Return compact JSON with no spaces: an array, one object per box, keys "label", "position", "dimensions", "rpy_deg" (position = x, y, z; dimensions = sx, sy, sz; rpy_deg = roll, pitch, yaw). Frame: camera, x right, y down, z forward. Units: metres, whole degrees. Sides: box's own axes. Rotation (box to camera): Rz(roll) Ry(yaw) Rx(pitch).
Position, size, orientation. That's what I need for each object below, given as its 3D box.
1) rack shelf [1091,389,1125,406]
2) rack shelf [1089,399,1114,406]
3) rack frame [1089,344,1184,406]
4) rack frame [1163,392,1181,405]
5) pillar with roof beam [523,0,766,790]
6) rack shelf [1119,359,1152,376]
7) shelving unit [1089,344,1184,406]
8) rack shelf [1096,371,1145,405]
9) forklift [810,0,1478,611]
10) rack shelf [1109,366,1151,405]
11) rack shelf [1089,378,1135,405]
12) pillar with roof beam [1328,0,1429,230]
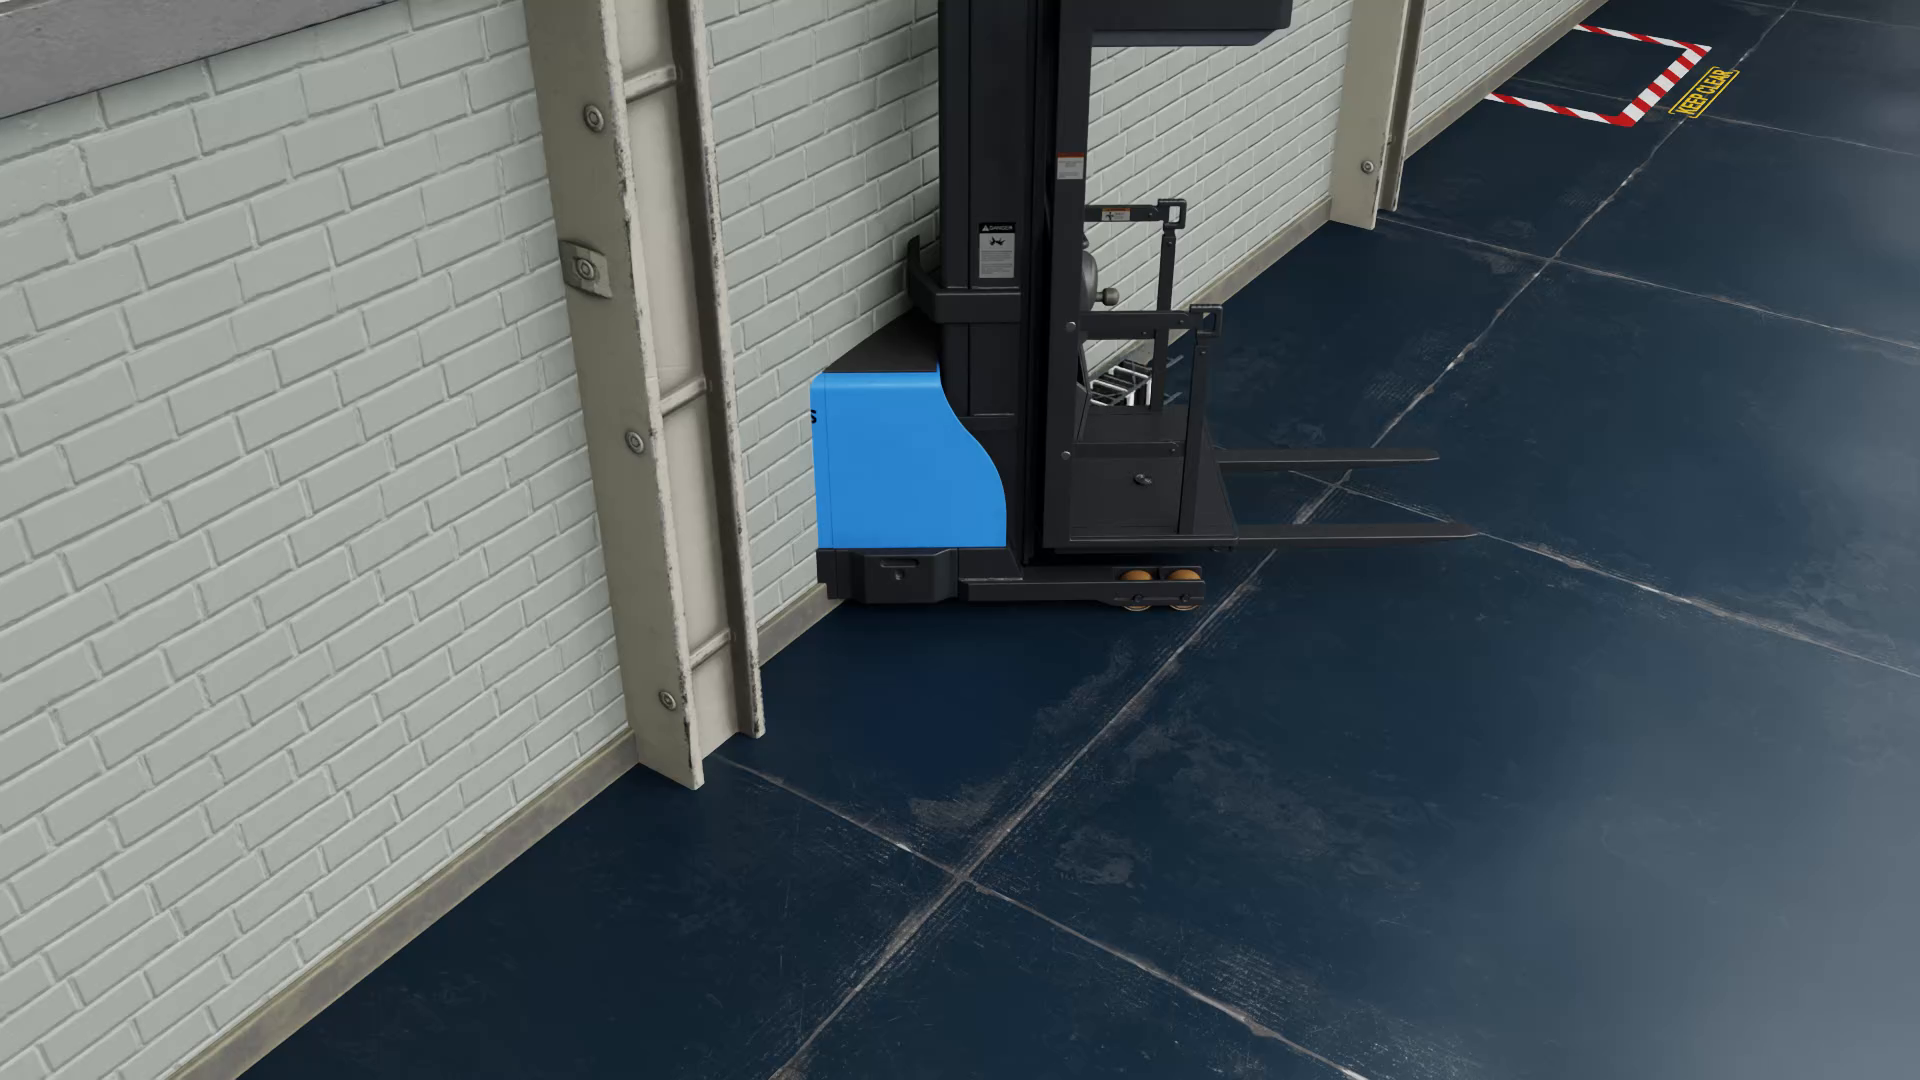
[{"label":"rack shelf","position":[0.660,-0.609,7.947],"dimensions":[0.258,0.200,0.077],"rpy_deg":[22,39,32]},{"label":"rack shelf","position":[0.605,-0.570,7.888],"dimensions":[0.258,0.200,0.077],"rpy_deg":[22,39,32]},{"label":"rack frame","position":[0.734,-0.748,7.974],"dimensions":[0.240,0.006,0.900],"rpy_deg":[22,39,32]},{"label":"rack frame","position":[0.737,-0.577,8.083],"dimensions":[0.240,0.006,0.900],"rpy_deg":[22,39,32]},{"label":"pillar with roof beam","position":[2.577,-1.599,1.581],"dimensions":[9.100,9.000,0.400],"rpy_deg":[21,39,28]},{"label":"rack shelf","position":[0.880,-0.765,8.185],"dimensions":[0.258,0.200,0.077],"rpy_deg":[22,39,32]},{"label":"shelving unit","position":[0.735,-0.662,8.029],"dimensions":[0.258,0.210,0.900],"rpy_deg":[22,39,32]},{"label":"rack shelf","position":[0.770,-0.687,8.066],"dimensions":[0.258,0.200,0.077],"rpy_deg":[22,39,32]},{"label":"forklift","position":[0.626,-1.221,6.439],"dimensions":[3.031,2.935,1.130],"rpy_deg":[-1,34,-1]},{"label":"rack shelf","position":[0.825,-0.726,8.125],"dimensions":[0.258,0.200,0.077],"rpy_deg":[22,39,32]},{"label":"rack shelf","position":[0.715,-0.648,8.007],"dimensions":[0.258,0.200,0.077],"rpy_deg":[22,39,32]},{"label":"pillar with roof beam","position":[5.998,-4.360,5.664],"dimensions":[9.100,9.000,0.400],"rpy_deg":[21,39,28]}]
